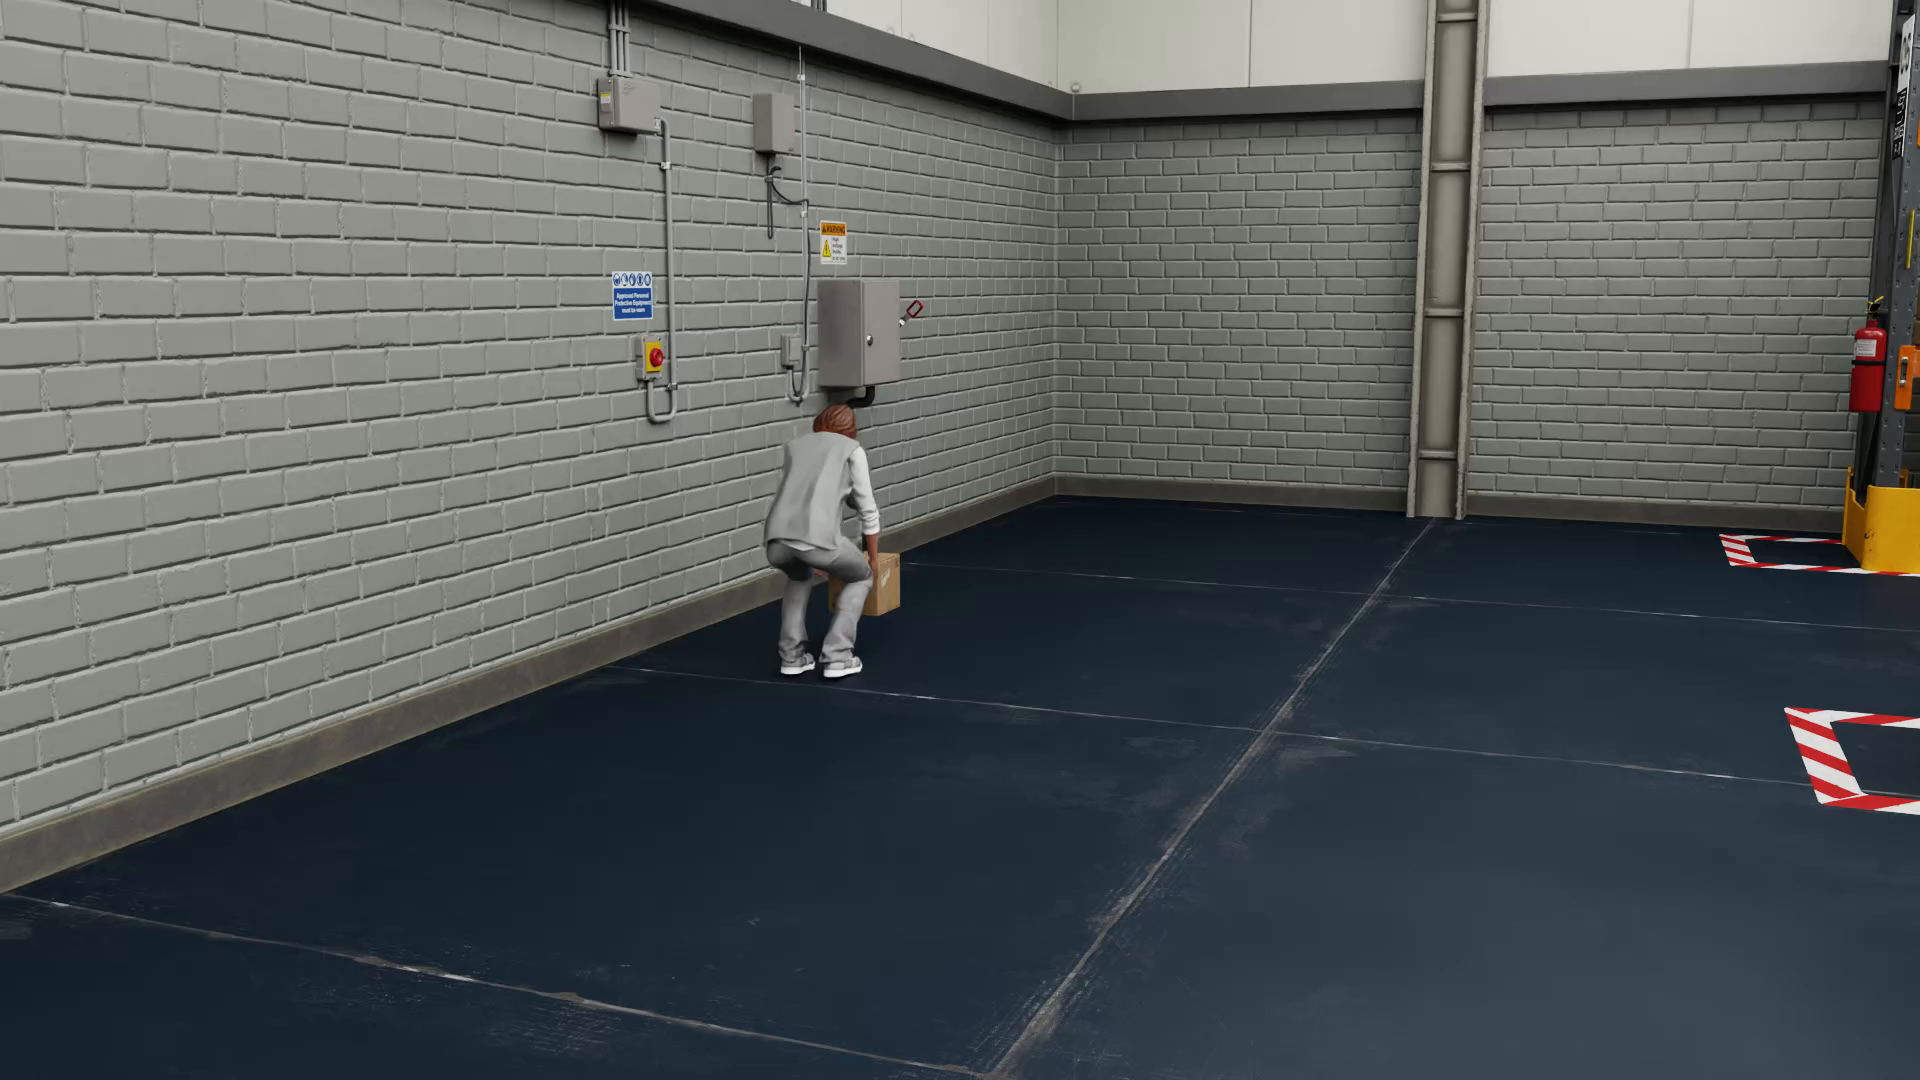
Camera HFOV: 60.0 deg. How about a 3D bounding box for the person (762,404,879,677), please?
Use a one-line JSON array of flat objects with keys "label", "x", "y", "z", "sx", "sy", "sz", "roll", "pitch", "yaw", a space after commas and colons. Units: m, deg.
[{"label": "person", "x": -0.628, "y": 0.013, "z": 7.270, "sx": 0.462, "sy": 1.148, "sz": 0.720, "roll": 3, "pitch": 10, "yaw": 21}]
